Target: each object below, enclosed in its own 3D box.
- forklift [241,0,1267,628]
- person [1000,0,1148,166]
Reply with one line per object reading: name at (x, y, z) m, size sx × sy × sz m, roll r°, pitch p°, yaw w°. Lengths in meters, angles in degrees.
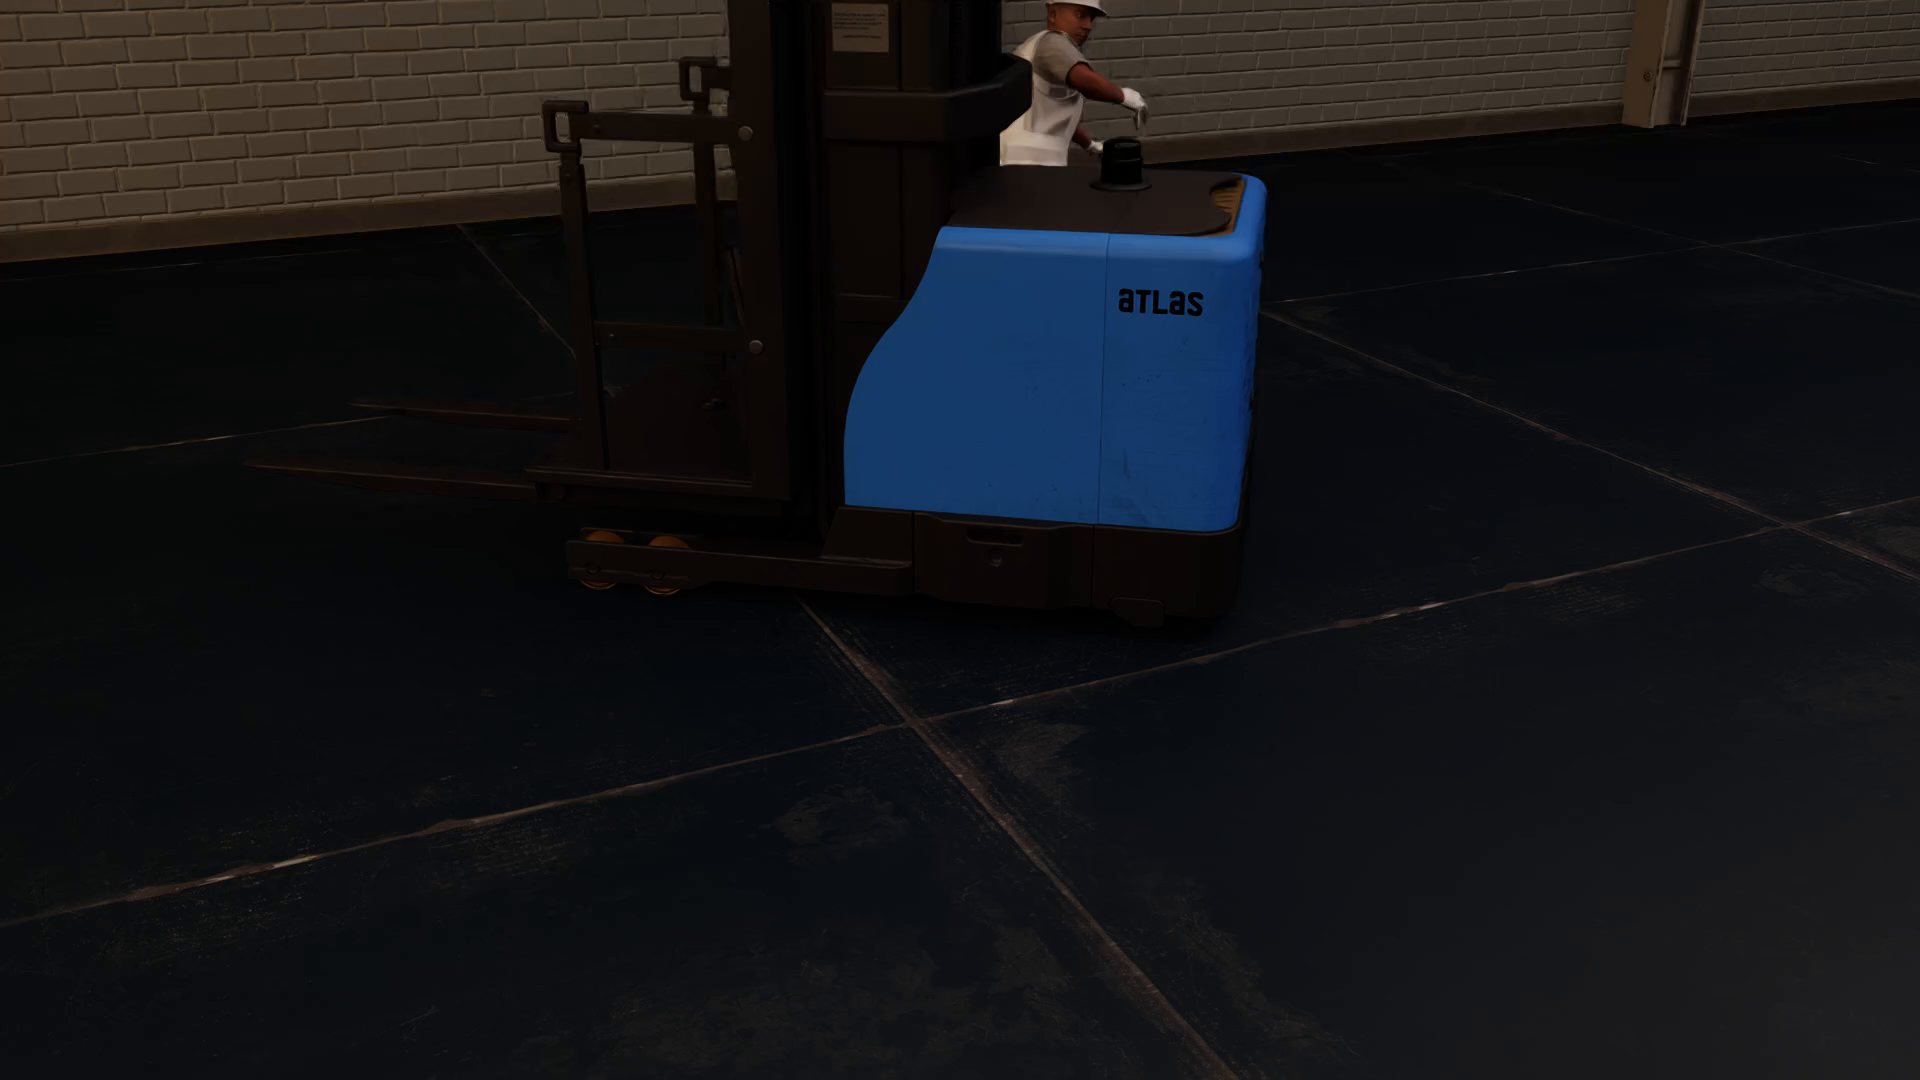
forklift at (-0.653, -1.388, 4.627) m, size 3.031 × 2.935 × 1.130 m, roll 5°, pitch 23°, yaw 11°
person at (0.492, -1.547, 6.929) m, size 0.928 × 1.515 × 0.825 m, roll -12°, pitch 26°, yaw -27°
